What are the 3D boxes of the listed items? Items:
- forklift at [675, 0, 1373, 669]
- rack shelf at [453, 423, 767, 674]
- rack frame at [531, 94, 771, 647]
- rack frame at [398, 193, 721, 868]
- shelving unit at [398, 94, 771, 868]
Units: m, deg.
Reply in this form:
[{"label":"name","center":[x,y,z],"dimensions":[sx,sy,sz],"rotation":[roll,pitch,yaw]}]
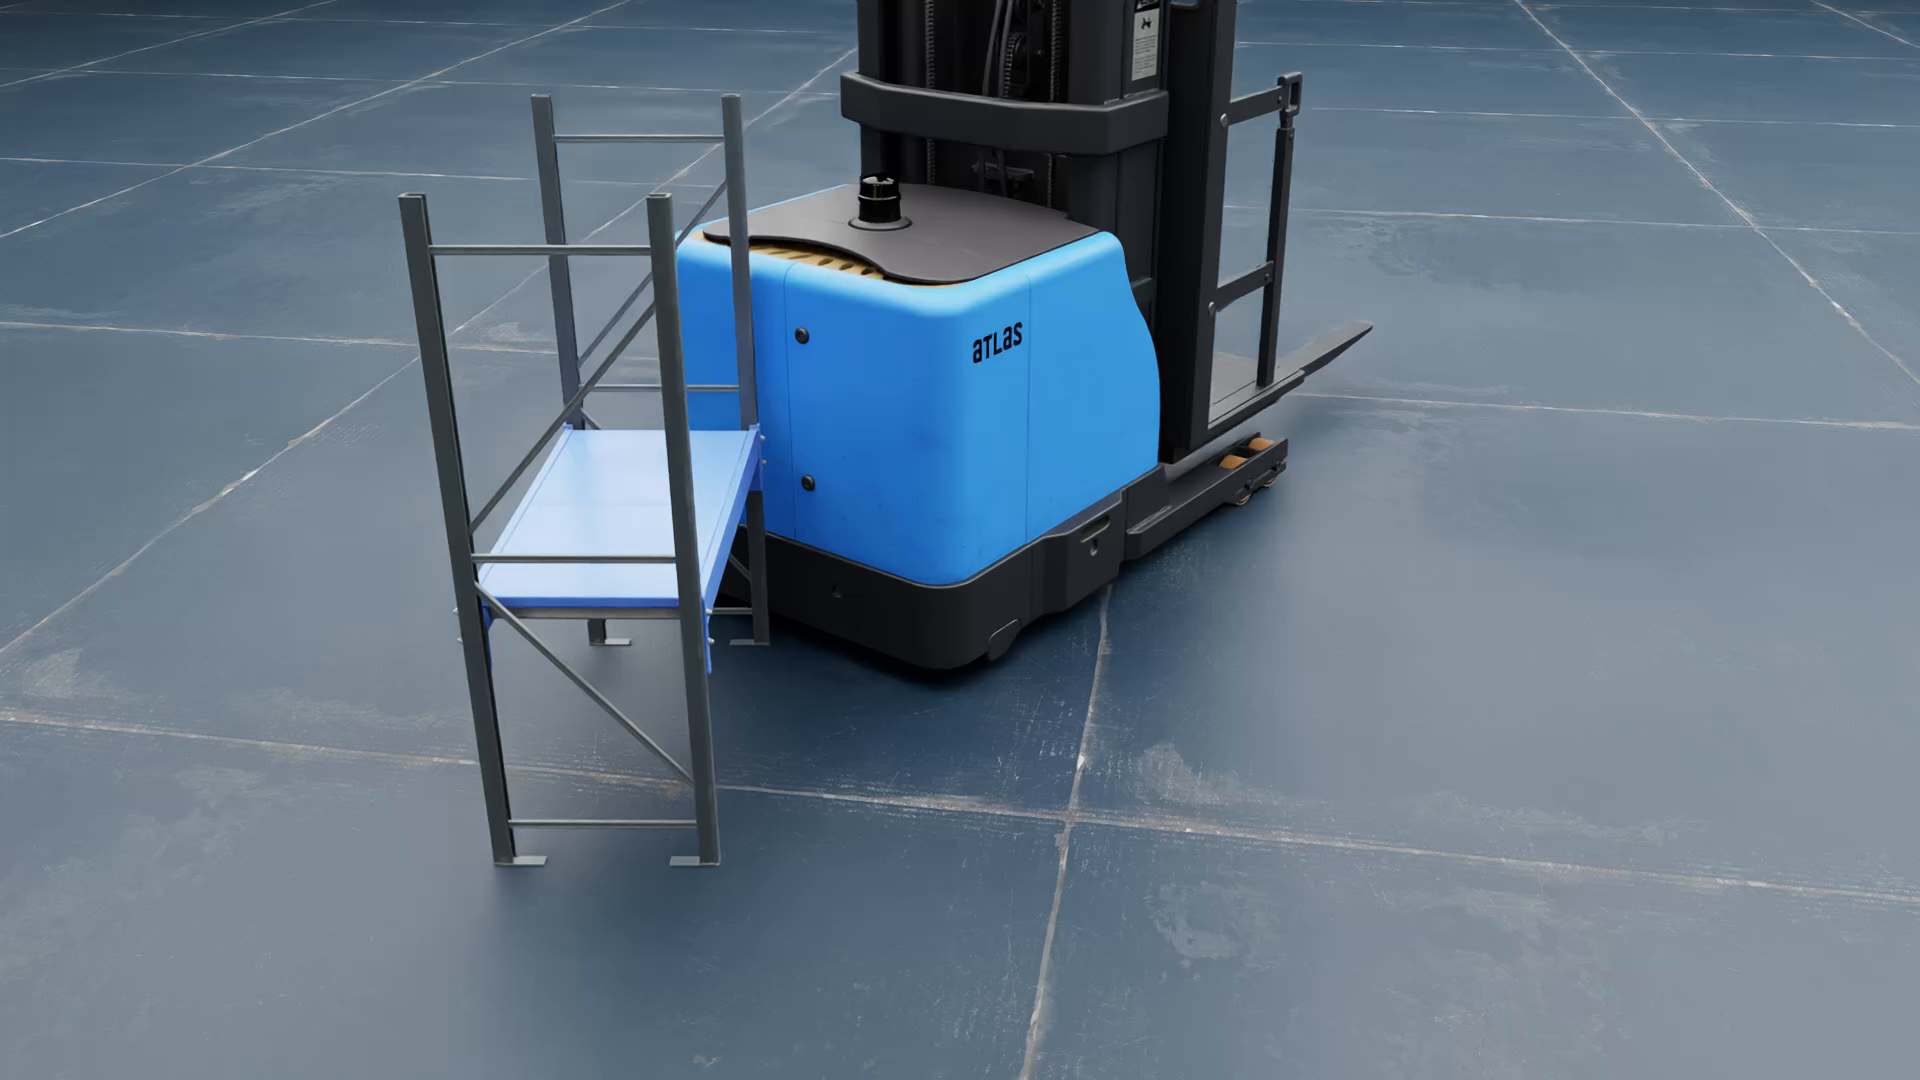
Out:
[{"label":"forklift","center":[0.455,-1.552,5.108],"dimensions":[1.130,2.935,3.031],"rotation":[18,30,33]},{"label":"rack shelf","center":[-0.782,-0.011,3.928],"dimensions":[0.538,0.185,1.000],"rotation":[0,25,0]},{"label":"rack frame","center":[-0.778,-0.389,4.312],"dimensions":[0.500,1.500,0.032],"rotation":[0,25,0]},{"label":"rack frame","center":[-0.785,0.042,3.392],"dimensions":[0.500,1.500,0.032],"rotation":[0,25,0]},{"label":"shelving unit","center":[-0.782,-0.174,3.852],"dimensions":[0.538,1.500,1.048],"rotation":[0,25,0]}]
